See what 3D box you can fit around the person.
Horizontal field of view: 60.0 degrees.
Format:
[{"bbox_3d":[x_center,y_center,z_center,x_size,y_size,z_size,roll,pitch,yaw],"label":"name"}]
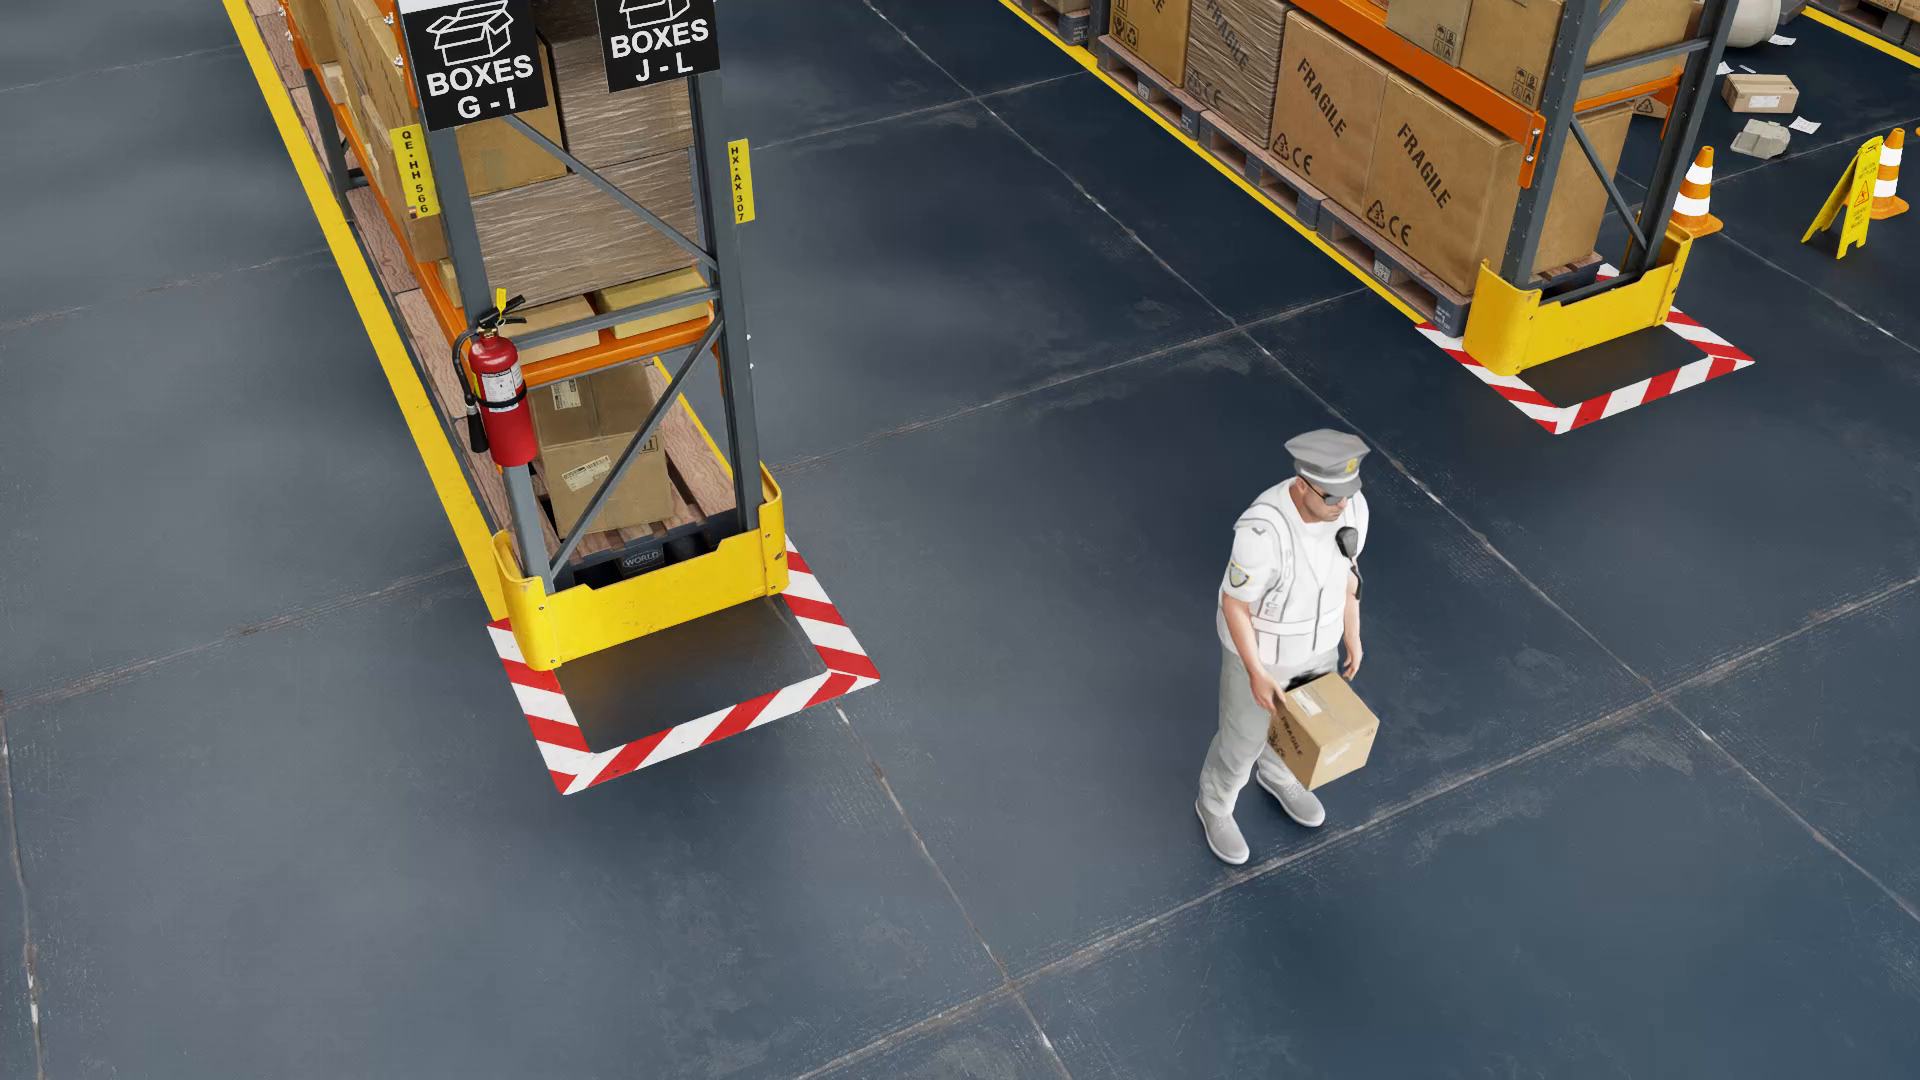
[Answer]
[{"bbox_3d":[1.120,0.340,5.751,0.551,1.761,0.434,-20,45,-21],"label":"person"}]
